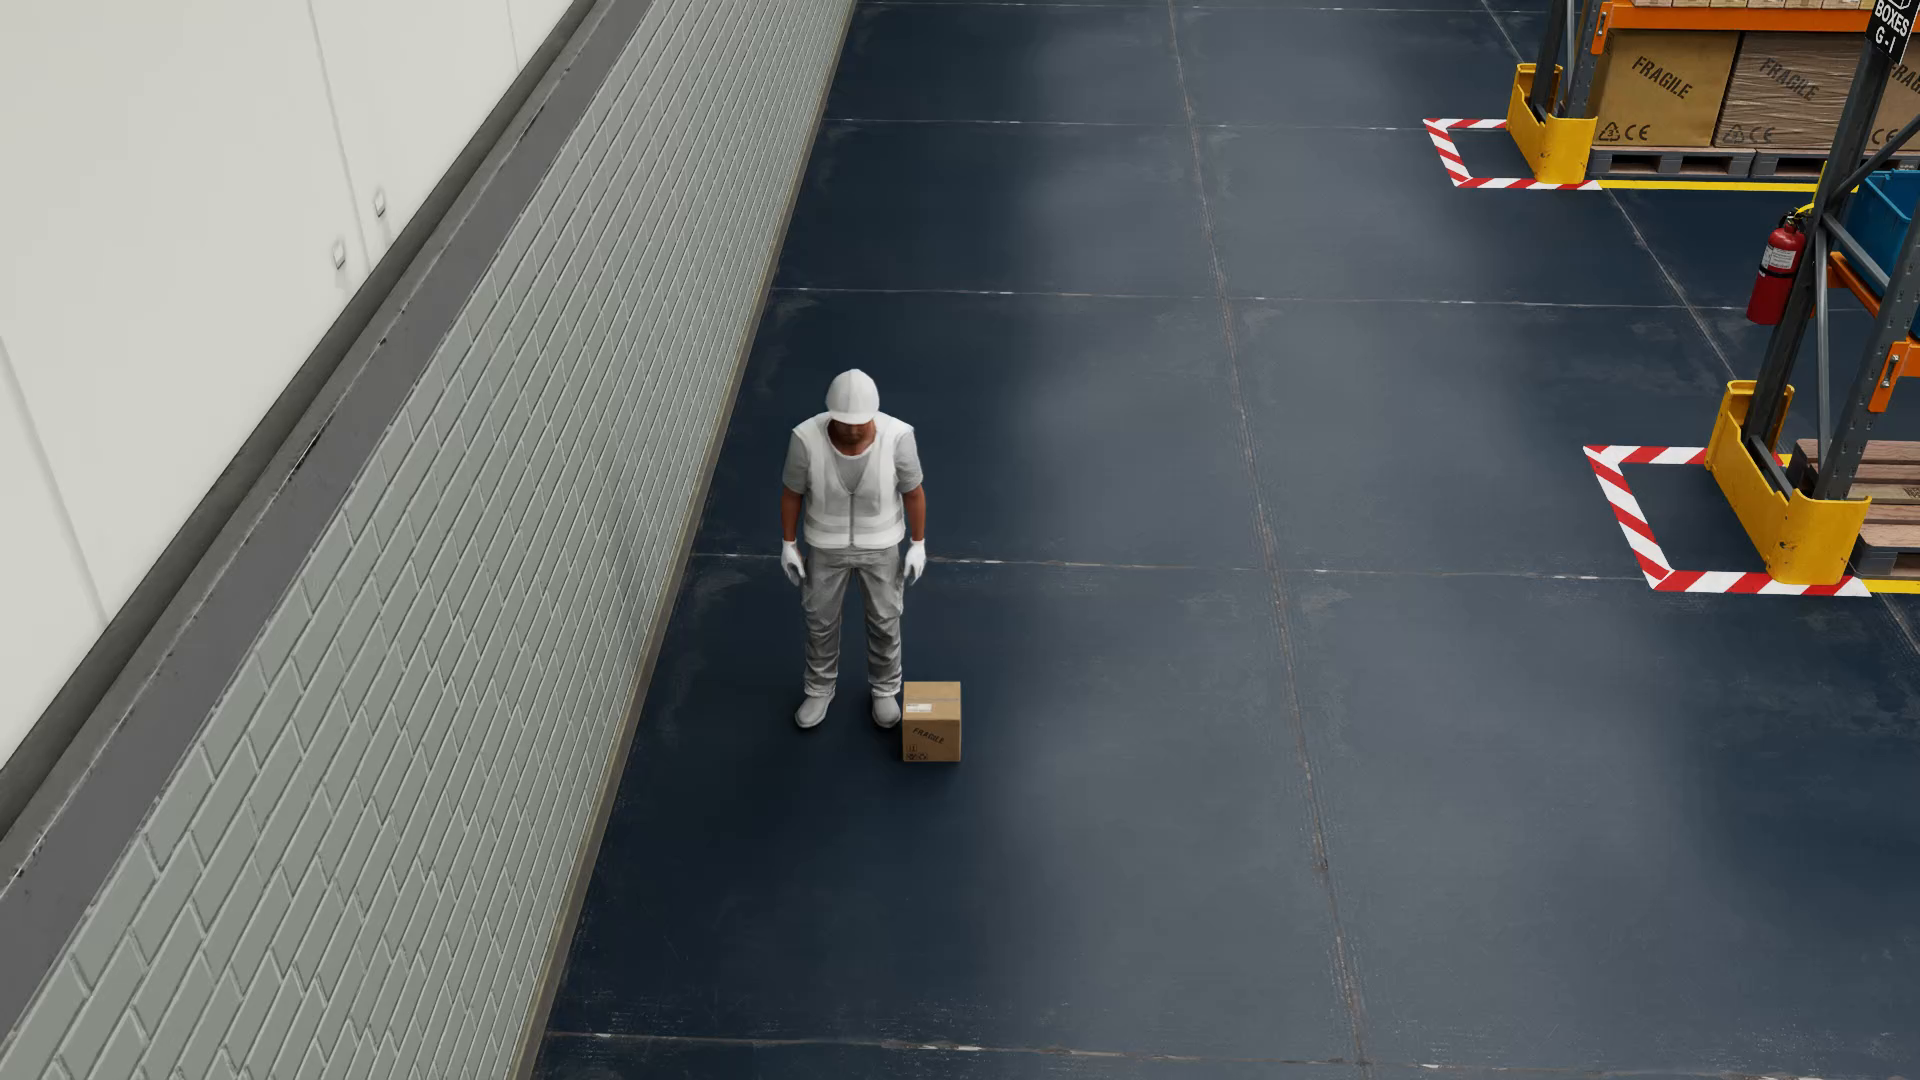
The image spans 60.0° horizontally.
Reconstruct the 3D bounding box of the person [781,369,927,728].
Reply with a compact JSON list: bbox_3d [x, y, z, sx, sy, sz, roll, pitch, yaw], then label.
[{"bbox_3d":[-0.452,0.036,7.059,0.620,1.773,0.449,-1,35,-1],"label":"person"}]
